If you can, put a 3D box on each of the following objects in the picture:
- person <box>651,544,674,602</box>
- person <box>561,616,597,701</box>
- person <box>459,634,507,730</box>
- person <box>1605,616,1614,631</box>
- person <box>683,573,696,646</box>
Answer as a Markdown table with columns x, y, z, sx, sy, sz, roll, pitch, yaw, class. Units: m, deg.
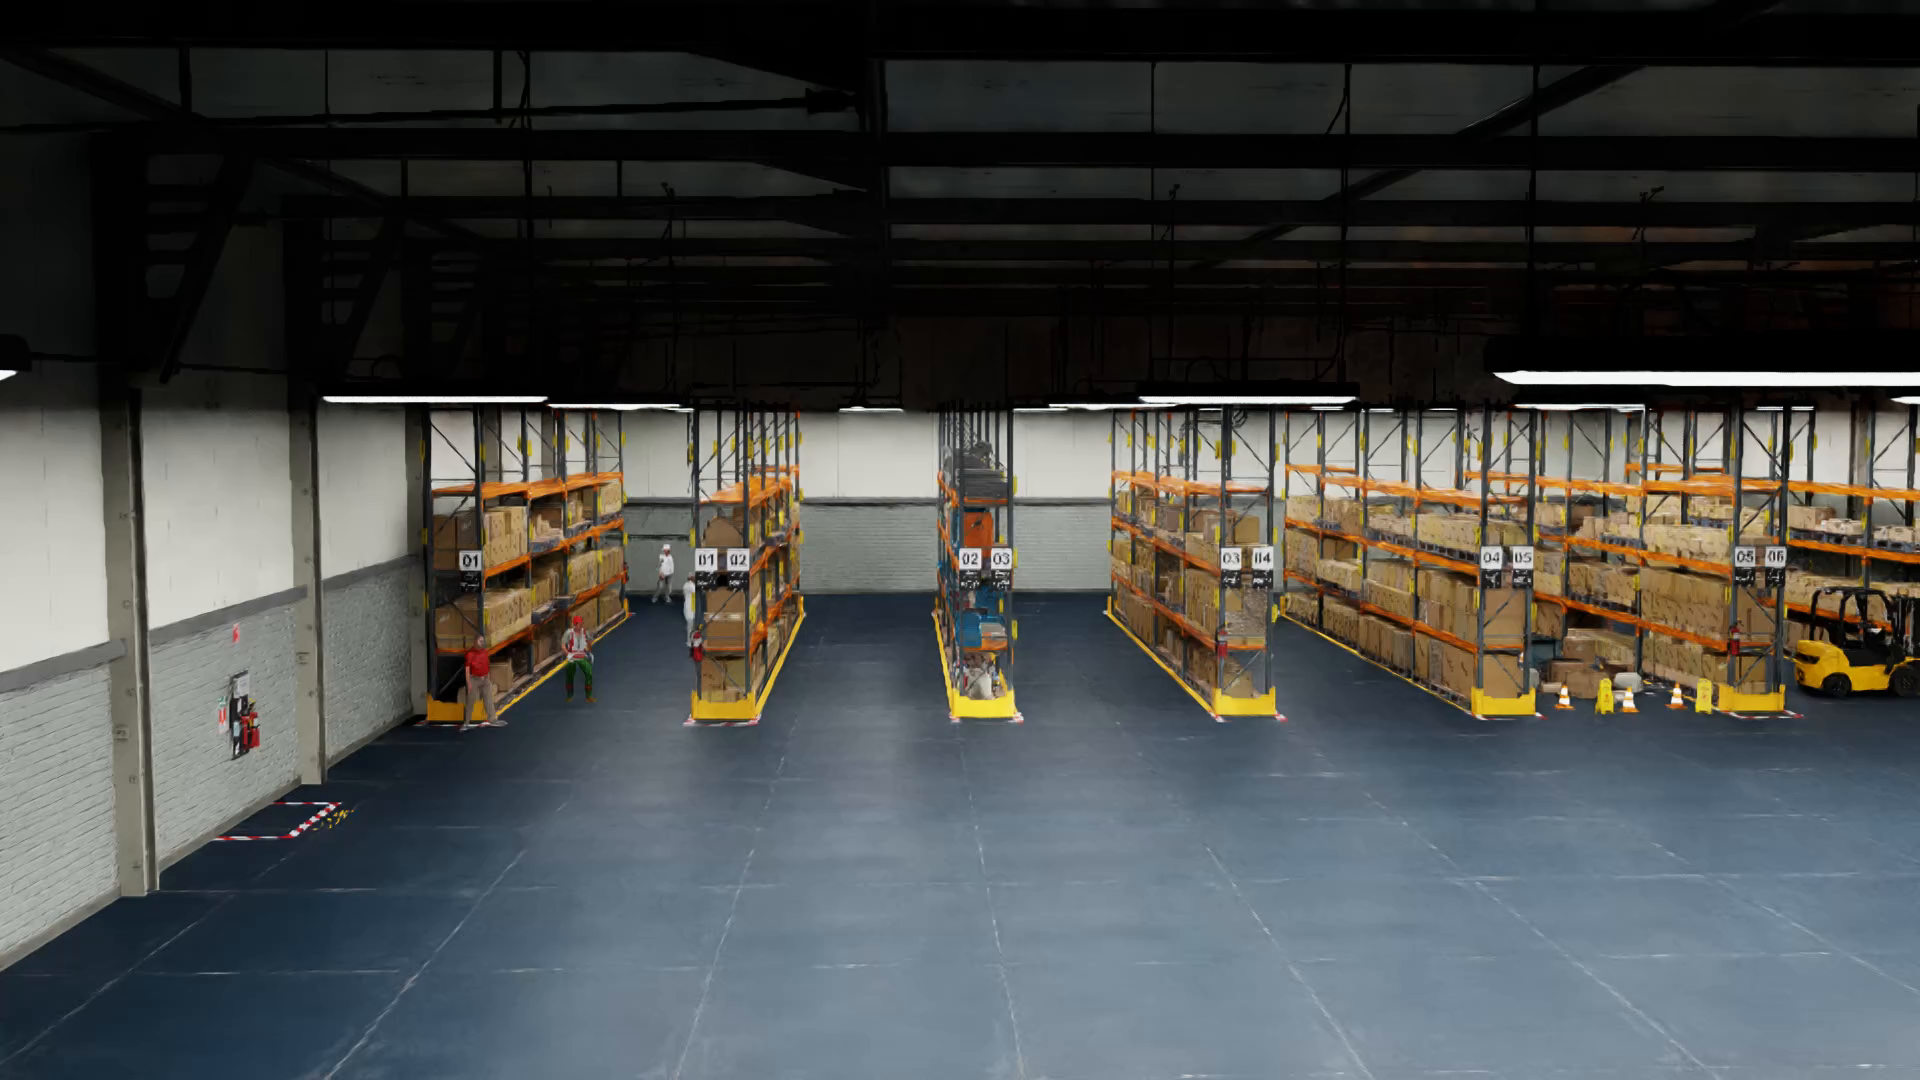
| x | y | z | sx | sy | sz | roll | pitch | yaw | class |
| --- | --- | --- | --- | --- | --- | --- | --- | --- | --- |
| -9.038 | 1.019 | 50.467 | 0.492 | 1.760 | 0.713 | 4 | 6 | 41 | person |
| -7.581 | 2.349 | 32.985 | 0.678 | 1.732 | 0.751 | -2 | 5 | -24 | person |
| -8.704 | 2.563 | 30.164 | 0.582 | 1.719 | 0.772 | 3 | 5 | 34 | person |
| 16.882 | 1.583 | 43.558 | 0.538 | 1.645 | 0.523 | 2 | 5 | 26 | person |
| -6.584 | 1.798 | 41.062 | 0.505 | 1.593 | 0.640 | -3 | 5 | -32 | person |
